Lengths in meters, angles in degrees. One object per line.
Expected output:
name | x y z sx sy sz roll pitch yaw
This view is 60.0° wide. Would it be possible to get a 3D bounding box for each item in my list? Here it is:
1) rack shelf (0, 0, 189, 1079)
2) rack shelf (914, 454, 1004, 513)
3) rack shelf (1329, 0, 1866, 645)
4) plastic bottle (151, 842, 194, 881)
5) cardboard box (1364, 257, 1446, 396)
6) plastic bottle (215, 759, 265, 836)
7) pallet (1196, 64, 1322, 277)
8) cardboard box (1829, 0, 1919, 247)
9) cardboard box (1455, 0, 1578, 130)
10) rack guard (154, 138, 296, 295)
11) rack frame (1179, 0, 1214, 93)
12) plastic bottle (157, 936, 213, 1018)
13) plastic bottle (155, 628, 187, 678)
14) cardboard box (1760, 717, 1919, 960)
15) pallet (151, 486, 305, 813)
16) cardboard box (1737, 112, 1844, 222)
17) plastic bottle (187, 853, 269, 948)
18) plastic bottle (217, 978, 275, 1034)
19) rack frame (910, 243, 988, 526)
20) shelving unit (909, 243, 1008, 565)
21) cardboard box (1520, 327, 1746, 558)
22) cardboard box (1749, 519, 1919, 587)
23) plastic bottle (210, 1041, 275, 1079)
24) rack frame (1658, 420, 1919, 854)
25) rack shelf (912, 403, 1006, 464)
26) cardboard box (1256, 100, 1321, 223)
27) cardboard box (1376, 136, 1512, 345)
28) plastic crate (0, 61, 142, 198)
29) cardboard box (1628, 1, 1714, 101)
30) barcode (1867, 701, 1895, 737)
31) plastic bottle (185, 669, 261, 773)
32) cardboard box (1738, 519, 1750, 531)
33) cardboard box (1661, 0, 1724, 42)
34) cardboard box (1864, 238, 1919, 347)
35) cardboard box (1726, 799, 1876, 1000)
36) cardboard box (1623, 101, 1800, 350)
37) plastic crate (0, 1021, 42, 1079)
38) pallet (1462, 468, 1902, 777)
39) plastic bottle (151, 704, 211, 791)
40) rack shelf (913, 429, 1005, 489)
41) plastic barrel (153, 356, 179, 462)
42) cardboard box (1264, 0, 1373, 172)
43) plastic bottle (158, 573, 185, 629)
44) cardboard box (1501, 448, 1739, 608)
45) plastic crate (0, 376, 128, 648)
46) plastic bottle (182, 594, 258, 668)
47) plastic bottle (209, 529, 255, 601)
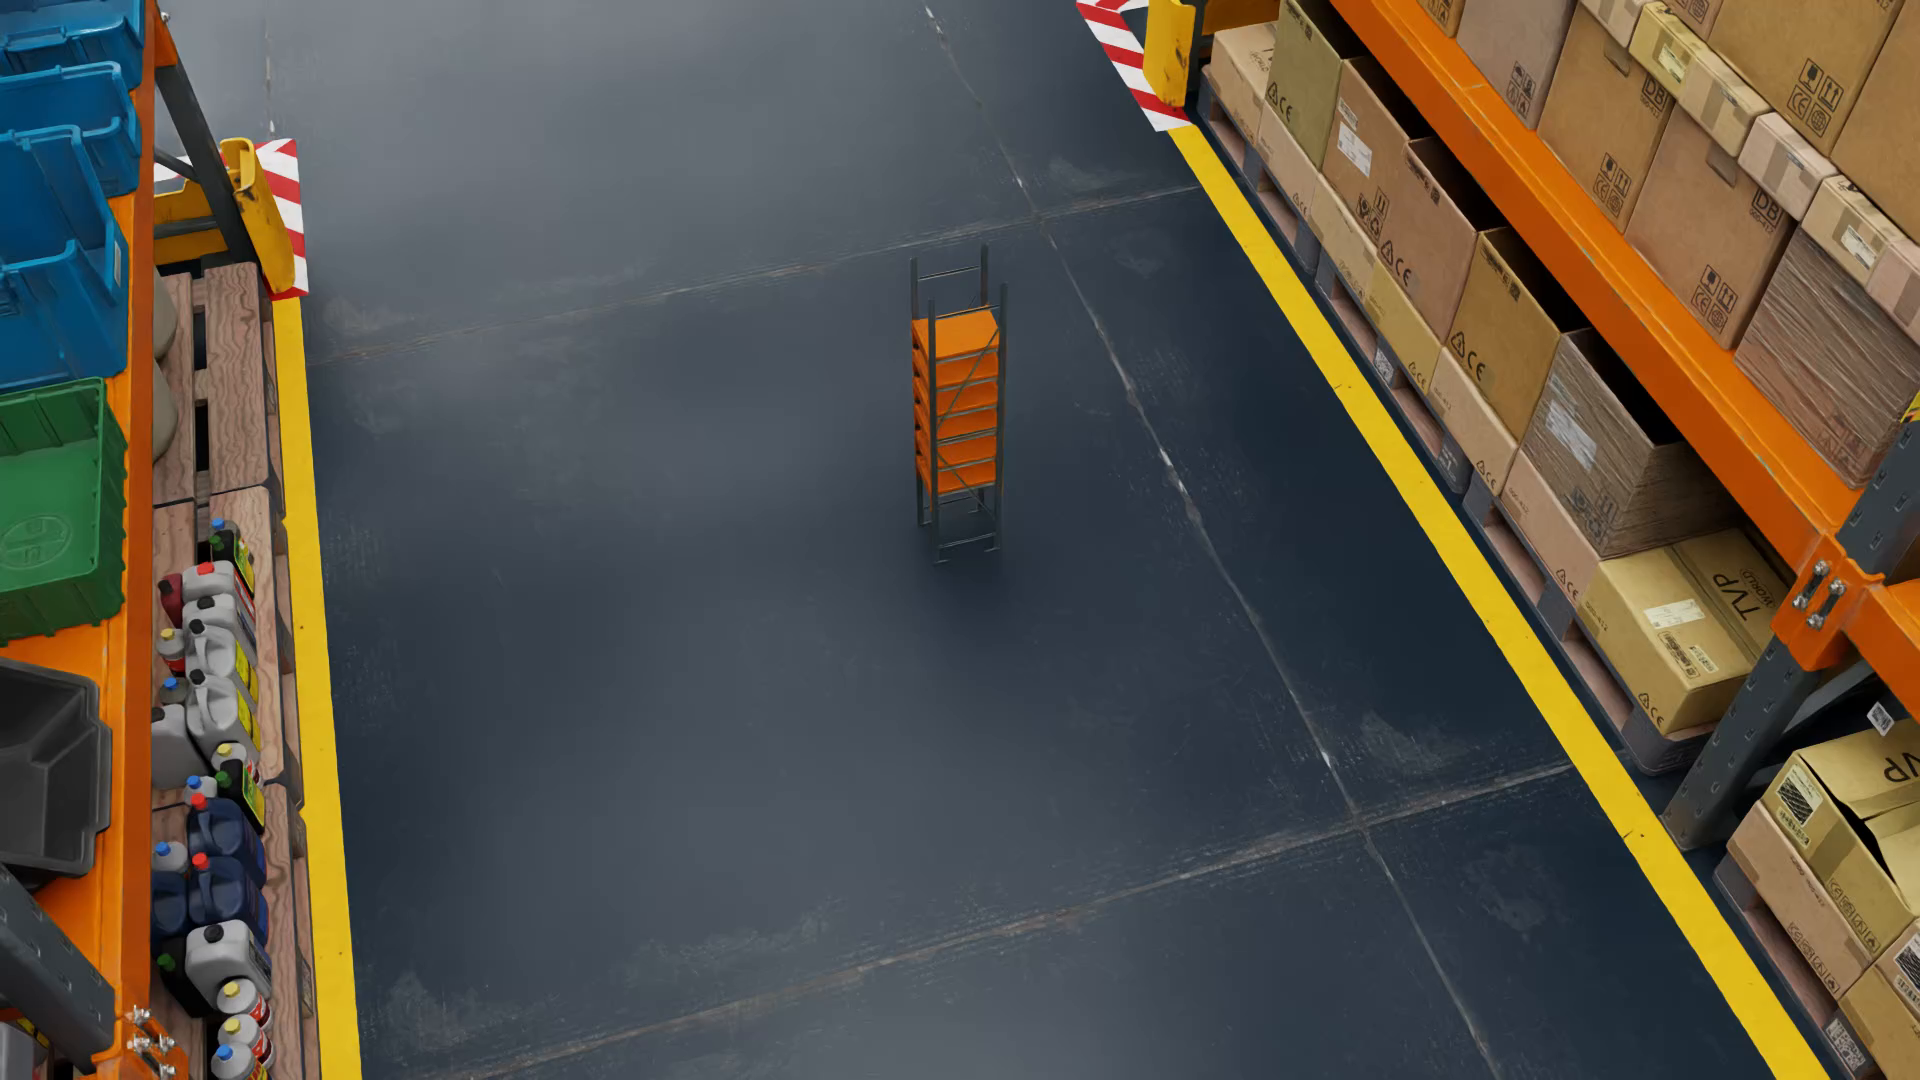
rack shelf | -2.714 -0.302 4.513 1.077 0.370 4.000 -13 51 -11
rack shelf | -0.004 -0.214 5.518 0.258 0.103 0.180 -13 51 -11
rack shelf | 2.018 -1.419 5.455 1.077 0.370 4.000 -13 51 -11
plastic bottle | -2.123 0.903 4.524 0.097 0.271 0.097 0 50 0
cardboard box | 1.815 -0.823 6.006 0.500 0.250 0.500 -13 51 -11
plastic bottle | -2.030 0.710 4.679 0.061 0.283 0.133 -11 51 -9
pallet | 1.693 -1.664 7.014 1.003 0.211 1.213 -13 51 -11
cardboard box | 2.473 -0.963 3.686 0.700 0.500 0.500 -13 51 -11
cardboard box | 2.013 -1.670 5.131 0.700 0.500 0.500 -12 51 -10
rack guard | -3.238 -1.144 6.387 1.175 0.500 0.348 -13 51 -11
rack frame | 1.427 -3.112 6.411 1.000 3.000 0.127 -13 51 -11
plastic bottle | -2.022 1.123 4.330 0.061 0.283 0.133 -13 51 -11
plastic bottle | -2.368 0.341 5.043 0.097 0.201 0.097 0 50 0
cardboard box | 2.494 0.738 4.323 0.500 0.311 0.500 -13 51 -11
pallet | -2.646 0.433 5.247 1.003 0.211 1.213 -13 51 -11
cardboard box | 2.174 -0.953 4.102 0.380 0.149 0.250 -15 51 -12
plastic bottle | -1.965 0.956 4.427 0.144 0.351 0.185 -12 51 -10
plastic bottle | -1.859 1.207 4.313 0.097 0.201 0.097 0 50 0
rack frame | -0.031 -0.464 5.357 0.240 1.200 0.006 -13 51 -11
shelving unit | -0.004 -0.397 5.300 0.258 1.200 0.189 -13 51 -11
cardboard box | 2.127 -0.338 5.106 0.500 0.500 0.500 -13 51 -11
cardboard box | 2.772 -0.090 4.898 0.500 0.500 0.500 -13 51 -11
plastic bottle | -1.798 1.333 4.161 0.097 0.271 0.097 0 50 0
rack frame | 2.610 -0.190 3.948 1.000 3.000 0.127 -13 51 -11
rack shelf | -0.004 -0.369 5.334 0.258 0.103 0.180 -13 51 -11
cardboard box | 1.525 -1.554 6.622 0.500 0.250 0.500 -13 51 -11
cardboard box | 1.814 -1.064 5.719 0.500 0.500 0.500 -13 51 -11
plastic crate | -2.685 -1.173 4.874 0.499 0.251 0.408 -13 51 -11
cardboard box | 2.026 -1.325 4.416 0.380 0.149 0.250 -14 51 -11
barcode | 2.288 0.445 4.132 0.001 0.075 0.075 -13 51 -11
plastic bottle | -2.147 0.507 4.805 0.144 0.351 0.185 -14 51 -11
cardboard box | 2.619 -0.213 5.491 0.500 0.250 0.500 -13 51 -11
cardboard box | 2.175 -1.698 4.306 0.700 0.500 0.500 -13 51 -11
cardboard box | 2.325 -0.582 3.789 0.380 0.149 0.250 -13 51 -11
cardboard box | 2.493 0.911 4.544 0.500 0.250 0.500 -14 51 -12
cardboard box | 2.311 -0.929 4.506 0.700 0.500 0.500 -14 51 -11
plastic crate | -1.687 1.191 2.742 0.402 0.464 0.583 -13 51 -11
pallet | 2.415 0.118 5.512 1.003 0.211 1.213 -13 51 -11
plastic bottle | -2.281 0.583 4.790 0.152 0.276 0.135 -13 51 -11
rack shelf | -0.004 -0.291 5.426 0.258 0.103 0.180 -13 51 -11
plastic barrel | -2.890 -0.498 5.561 0.421 0.512 0.421 0 50 0
cardboard box | 1.523 -1.796 6.335 0.500 0.500 0.500 -13 51 -11
plastic bottle | -2.397 0.196 5.111 0.061 0.283 0.133 -13 51 -11
cardboard box | 2.126 -0.096 5.393 0.500 0.250 0.500 -13 51 -11
plastic crate | -2.255 -0.060 3.977 0.450 0.188 0.662 -13 51 -11
plastic bottle | -2.255 0.276 5.049 0.152 0.276 0.135 -15 51 -12
plastic bottle | -2.292 0.063 5.224 0.061 0.283 0.133 -12 51 -10
